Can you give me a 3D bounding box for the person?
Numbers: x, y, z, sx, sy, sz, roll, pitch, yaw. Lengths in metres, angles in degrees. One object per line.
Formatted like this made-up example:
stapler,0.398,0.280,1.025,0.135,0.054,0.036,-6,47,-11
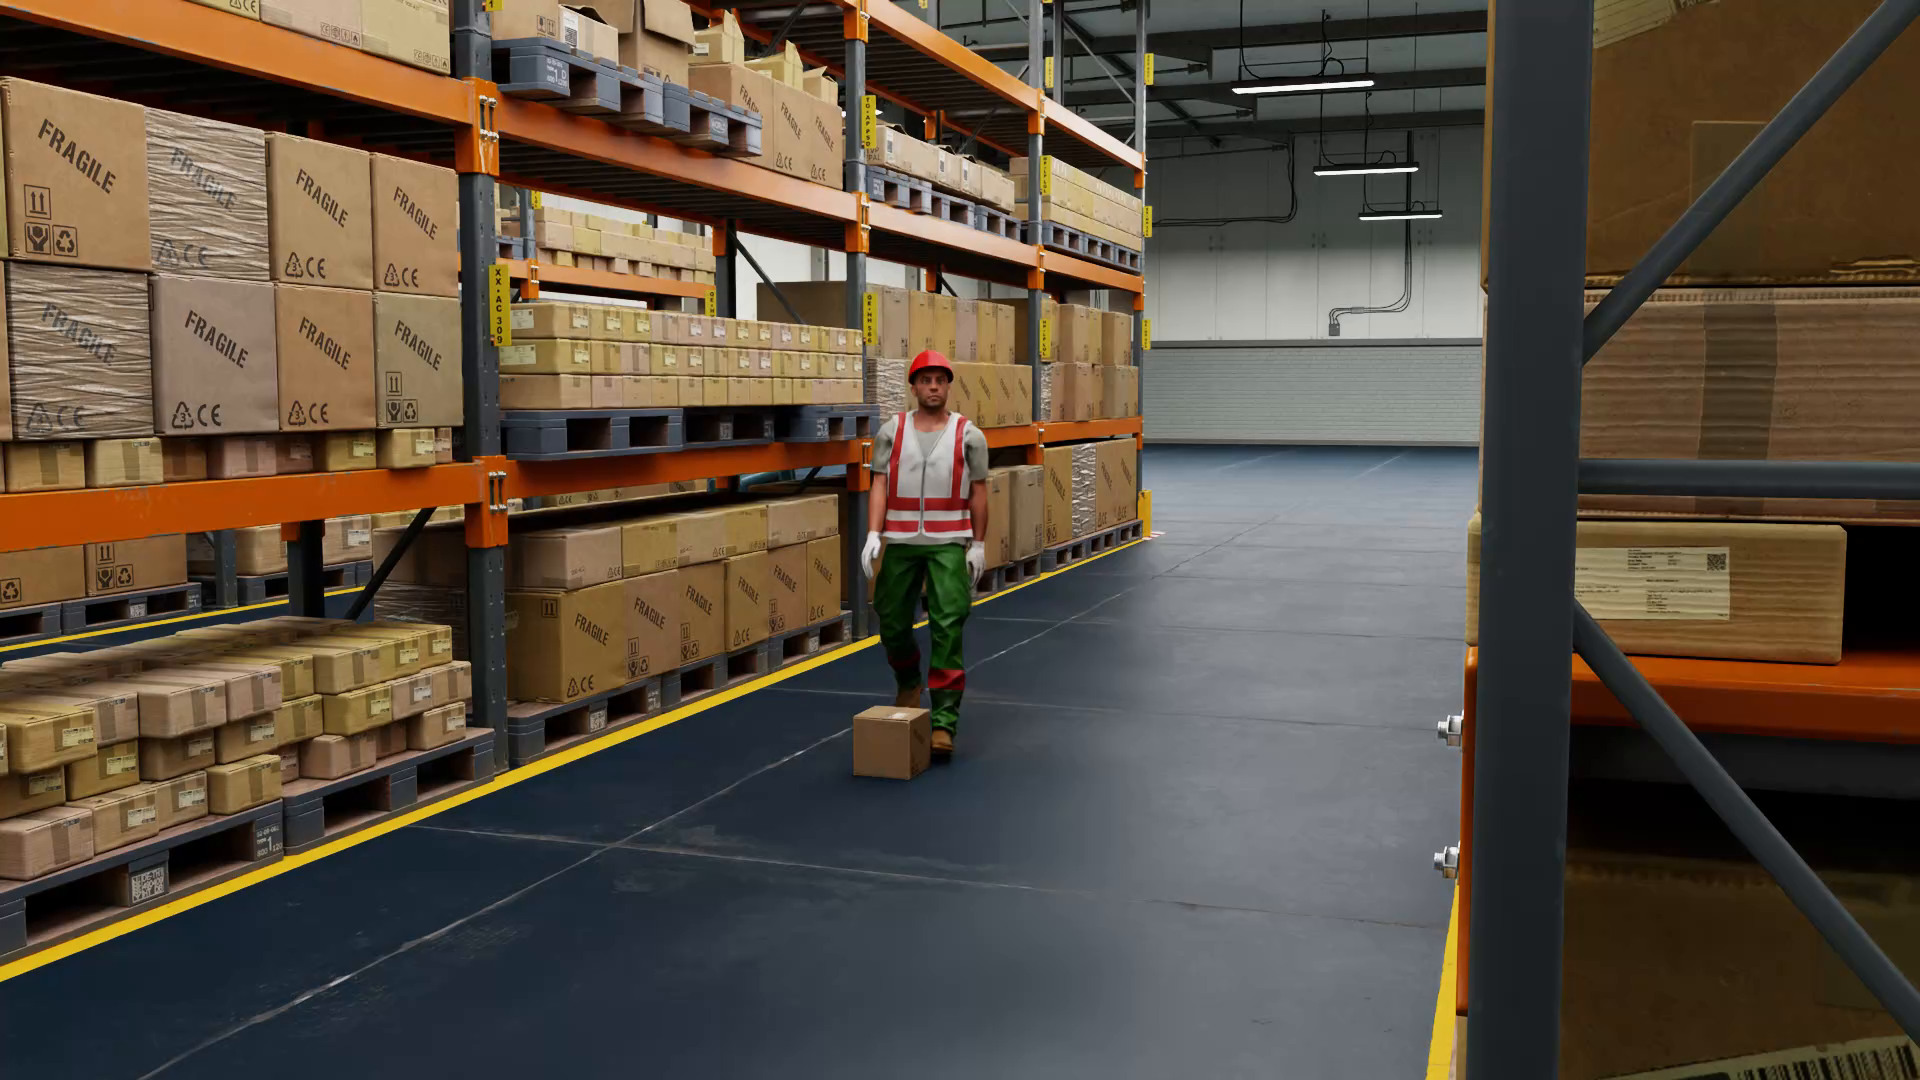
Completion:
person,-0.158,0.031,7.452,0.543,1.764,0.894,1,5,9
